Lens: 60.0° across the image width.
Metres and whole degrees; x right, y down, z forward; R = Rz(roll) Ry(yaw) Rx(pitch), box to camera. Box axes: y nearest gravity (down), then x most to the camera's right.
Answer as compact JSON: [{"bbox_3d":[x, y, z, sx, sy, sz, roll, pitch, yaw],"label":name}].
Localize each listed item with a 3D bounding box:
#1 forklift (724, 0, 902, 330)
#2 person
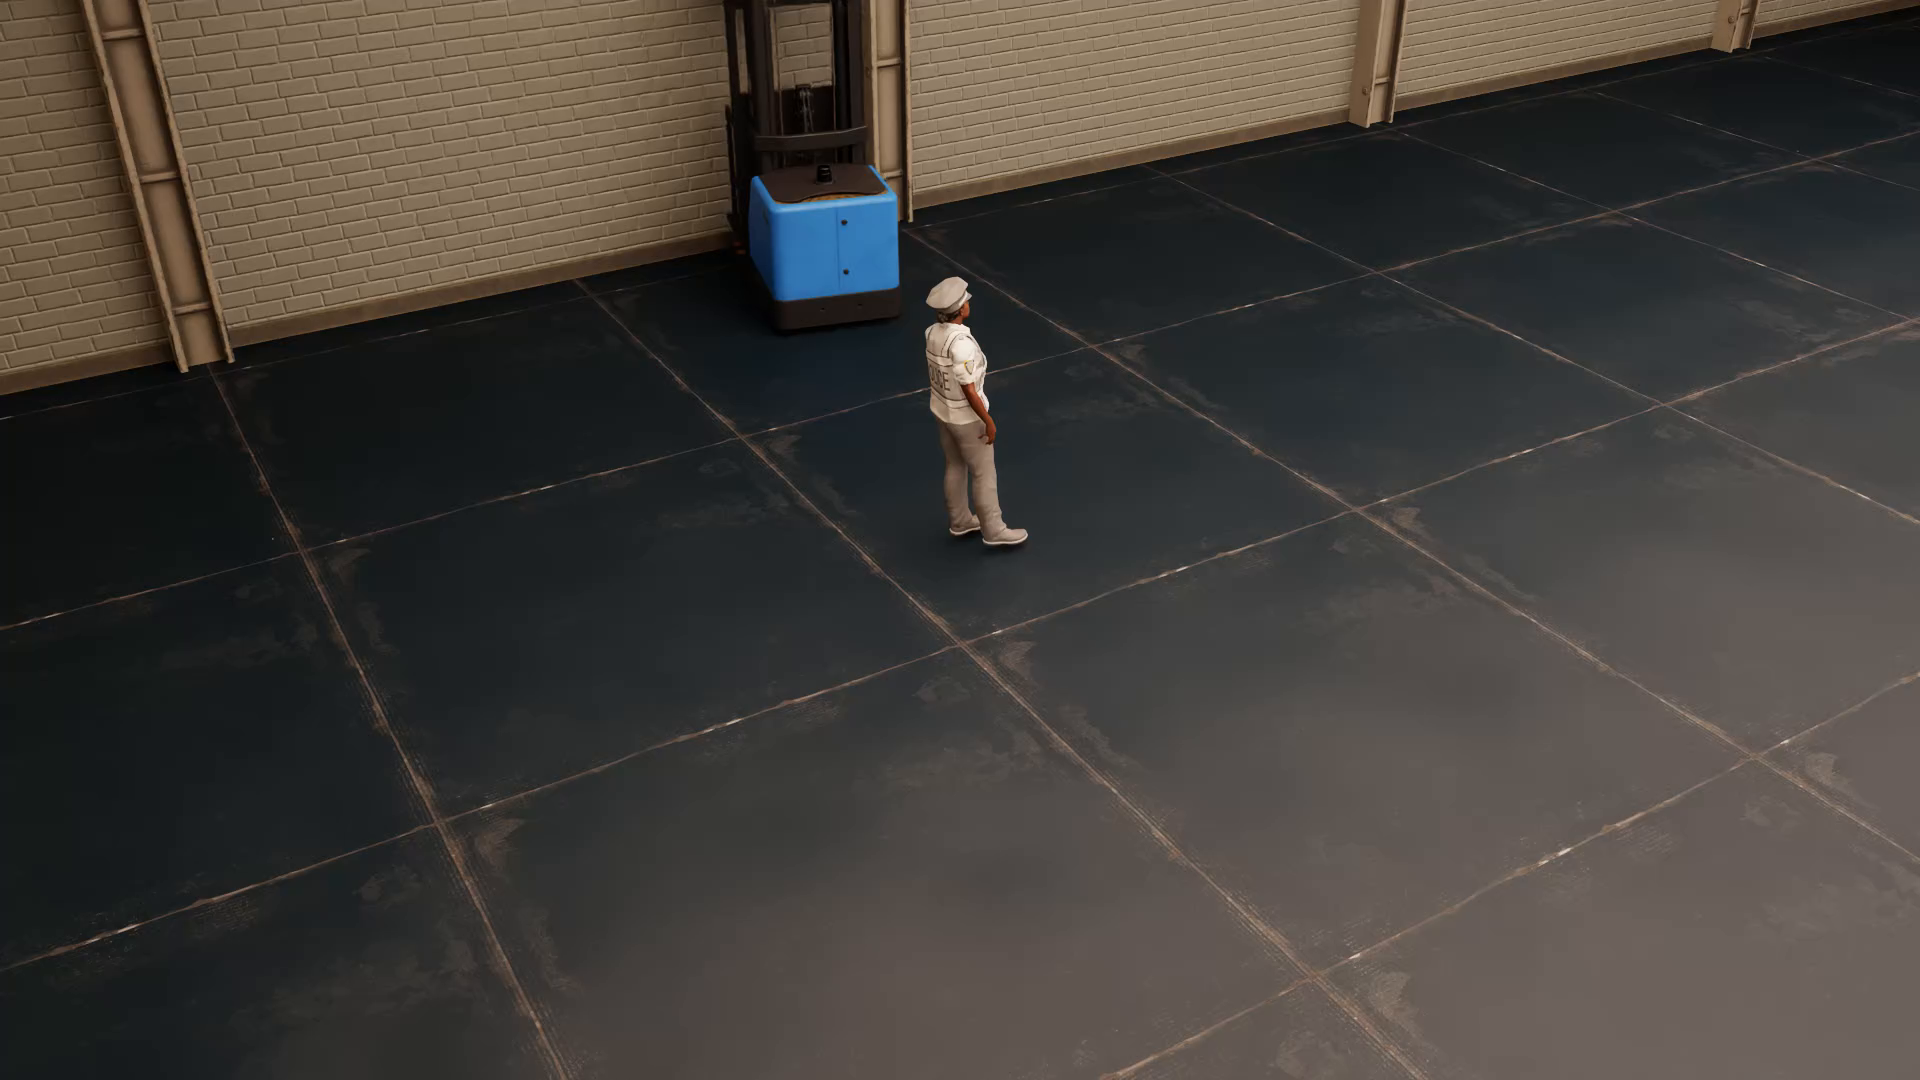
[{"bbox_3d":[-1.394,-3.664,13.765,1.130,2.935,3.031,-9,32,-15],"label":"forklift"},{"bbox_3d":[0.075,-0.779,10.059,0.528,1.695,0.569,-17,35,-26],"label":"person"}]
